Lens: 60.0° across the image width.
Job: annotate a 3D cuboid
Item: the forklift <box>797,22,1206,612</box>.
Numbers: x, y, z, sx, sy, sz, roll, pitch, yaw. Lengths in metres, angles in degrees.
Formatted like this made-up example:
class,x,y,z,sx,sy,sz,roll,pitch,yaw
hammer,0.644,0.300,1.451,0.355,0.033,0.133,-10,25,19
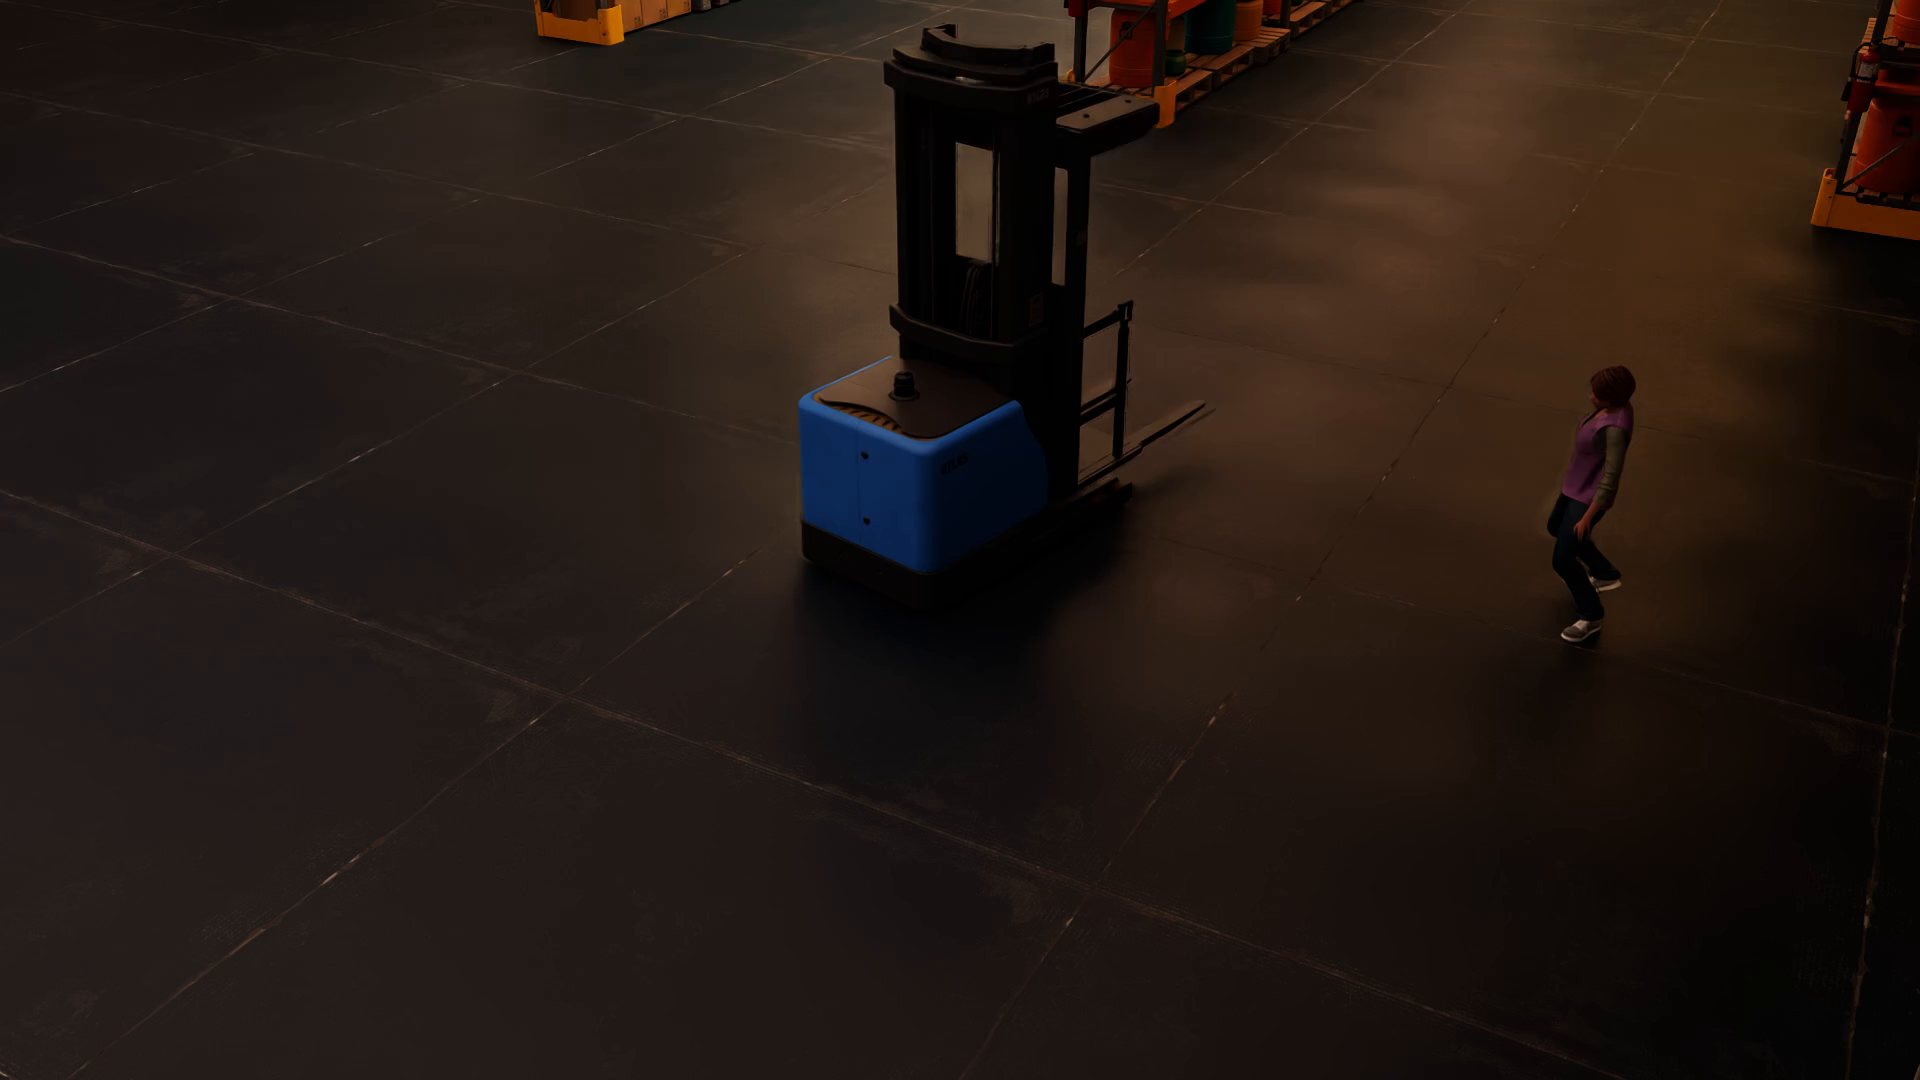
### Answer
class,x,y,z,sx,sy,sz,roll,pitch,yaw
forklift,0.415,-1.536,9.732,1.130,2.935,3.031,23,37,34

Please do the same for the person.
class,x,y,z,sx,sy,sz,roll,pitch,yaw
person,3.447,-0.266,8.961,0.449,1.515,0.744,11,32,18
